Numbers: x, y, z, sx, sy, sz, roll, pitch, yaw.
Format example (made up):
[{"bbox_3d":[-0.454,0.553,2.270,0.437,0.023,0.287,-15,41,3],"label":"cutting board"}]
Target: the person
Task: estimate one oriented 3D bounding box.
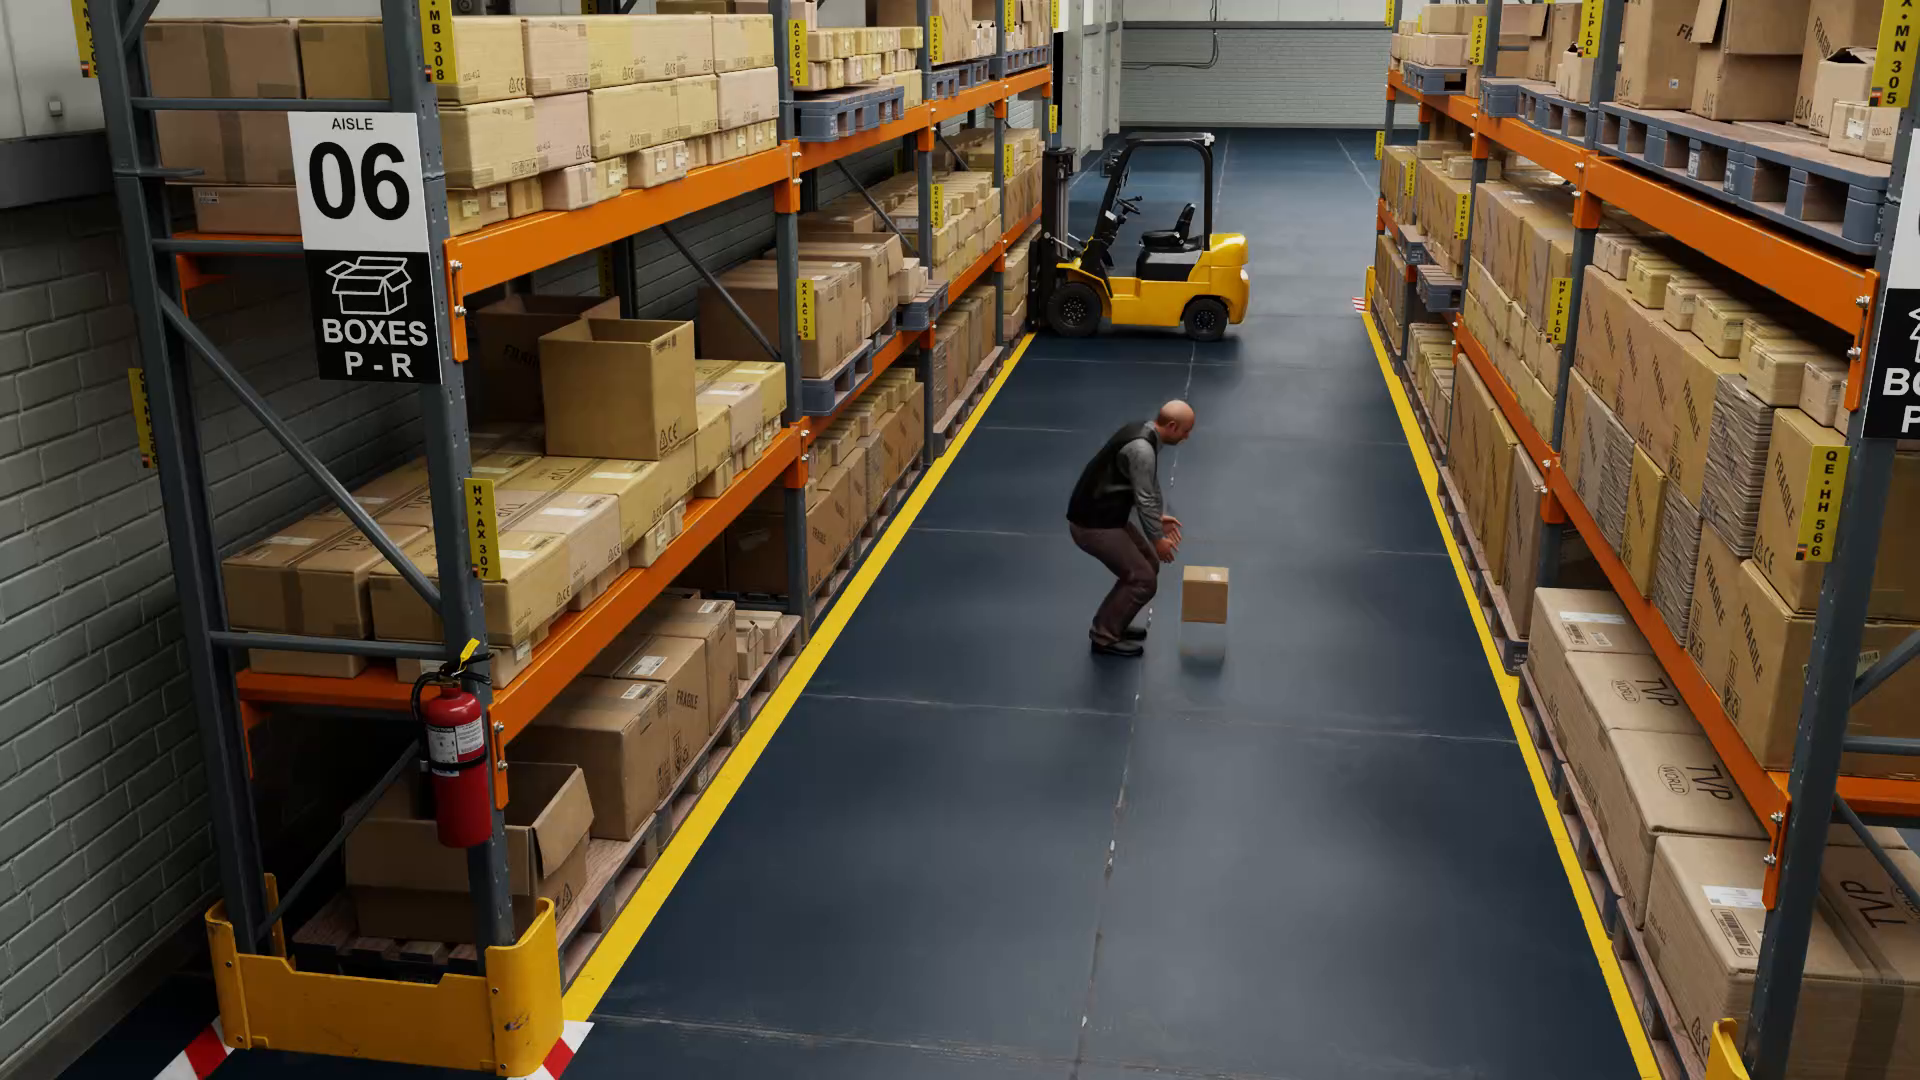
[{"bbox_3d":[0.948,-0.093,9.368,0.689,1.434,0.591,3,18,9],"label":"person"}]
